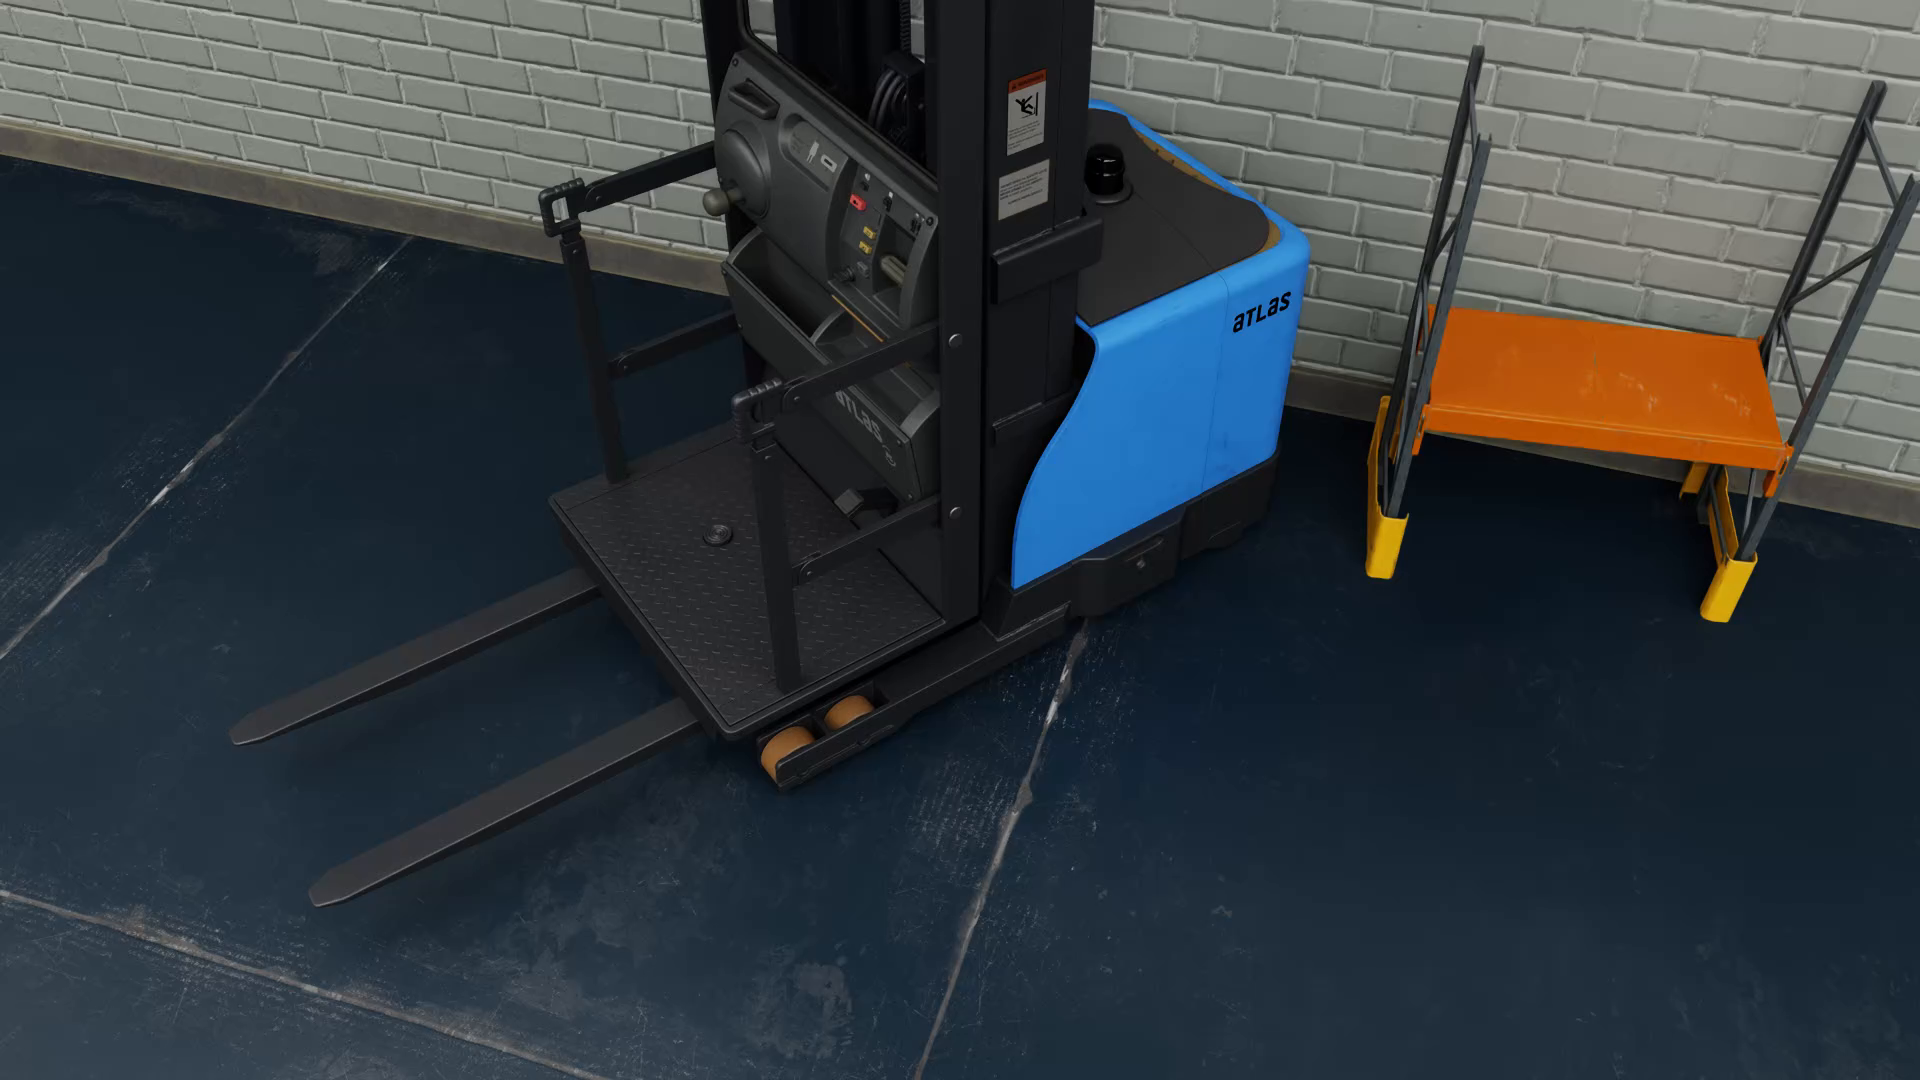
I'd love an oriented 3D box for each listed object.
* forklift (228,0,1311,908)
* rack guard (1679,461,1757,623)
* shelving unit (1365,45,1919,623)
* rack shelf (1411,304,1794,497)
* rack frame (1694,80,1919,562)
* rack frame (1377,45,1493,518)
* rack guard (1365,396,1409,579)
[{"bbox_3d":[-0.512,-0.797,3.968,3.031,2.935,1.130,-26,50,-24],"label":"forklift"},{"bbox_3d":[2.327,-0.045,5.118,0.087,0.250,0.587,7,45,8],"label":"rack guard"},{"bbox_3d":[1.837,-0.556,4.745,1.083,1.500,0.587,7,45,8],"label":"shelving unit"},{"bbox_3d":[1.846,-0.426,4.870,1.000,0.185,0.538,7,45,8],"label":"rack shelf"},{"bbox_3d":[2.346,-0.490,4.678,0.032,1.500,0.500,7,45,8],"label":"rack frame"},{"bbox_3d":[1.346,-0.619,4.811,0.032,1.500,0.500,7,45,8],"label":"rack frame"},{"bbox_3d":[1.347,-0.173,5.248,0.087,0.250,0.587,7,45,8],"label":"rack guard"}]
